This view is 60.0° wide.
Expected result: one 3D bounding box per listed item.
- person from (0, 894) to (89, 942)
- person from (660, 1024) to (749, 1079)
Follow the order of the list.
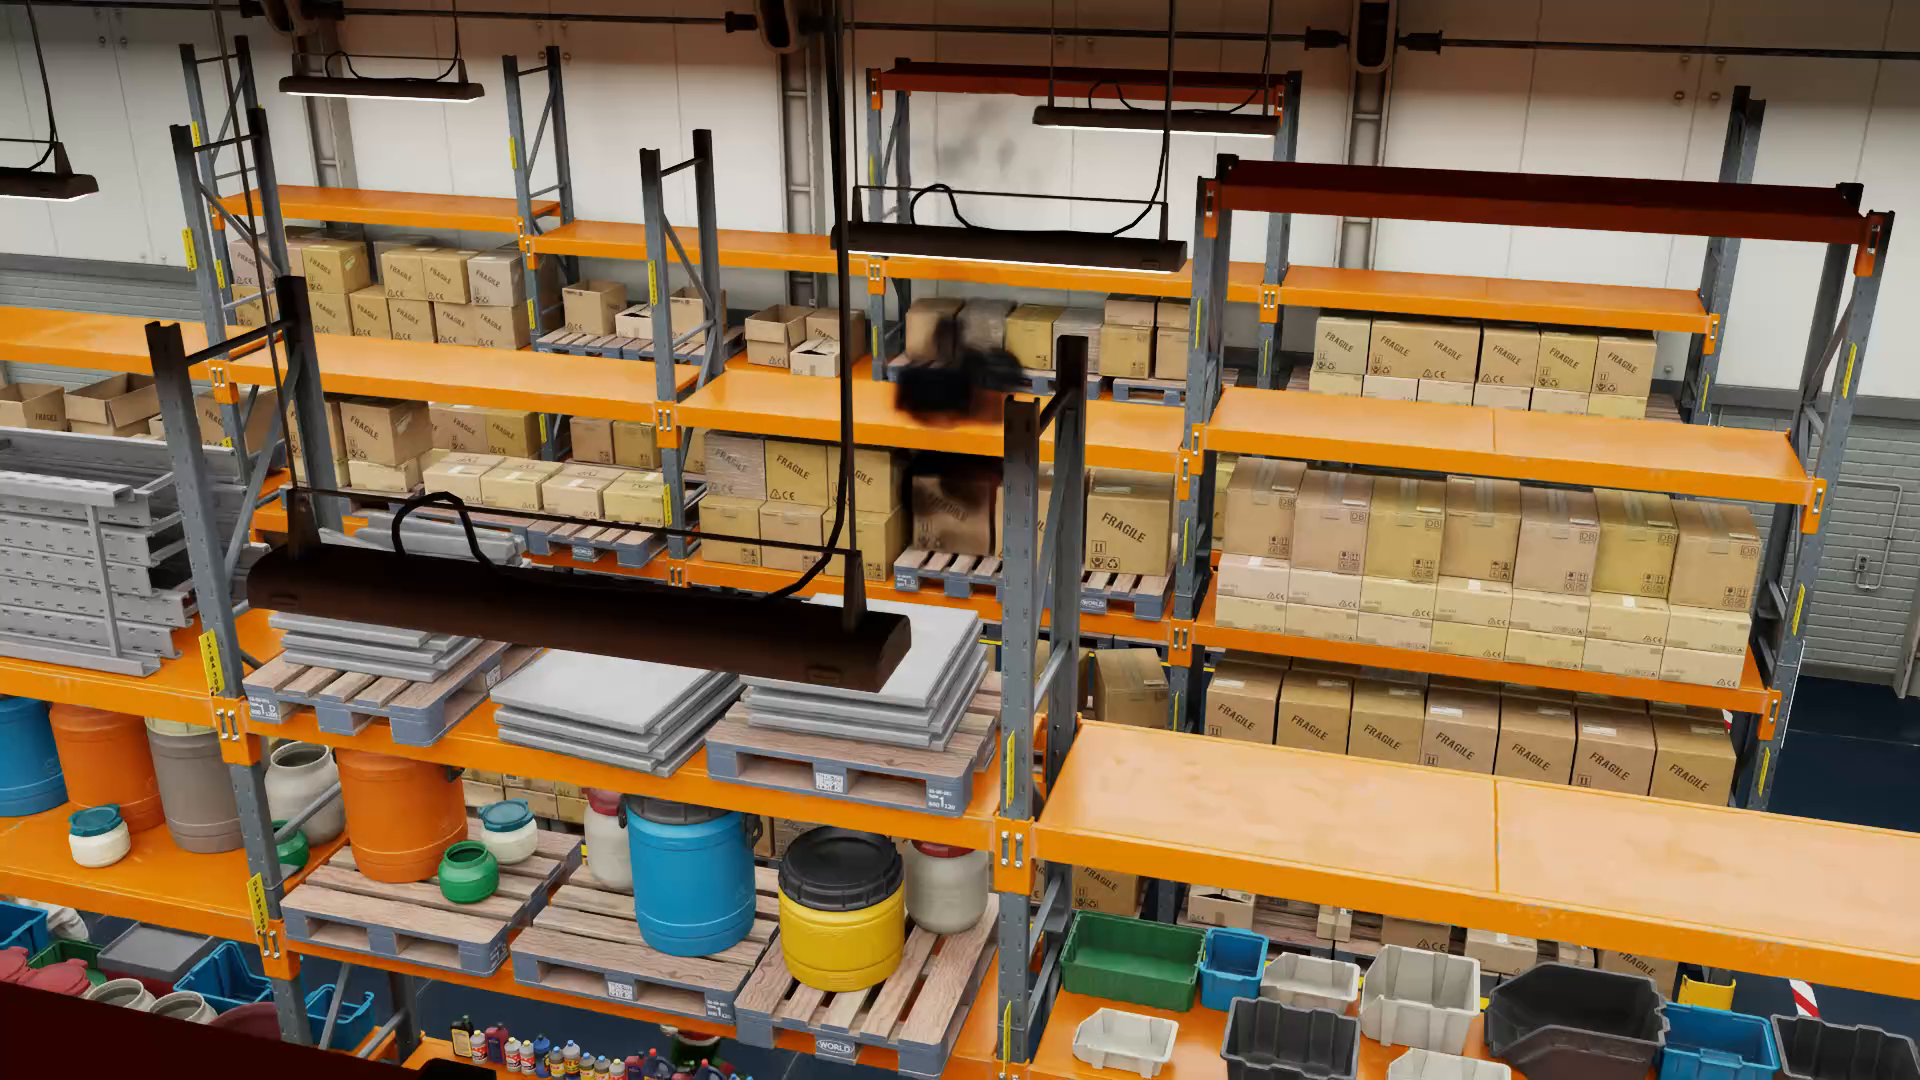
[{"bbox_3d":[-6.633,2.749,12.037,0.995,1.689,0.706,8,24,19],"label":"person"},{"bbox_3d":[-1.632,3.192,10.821,0.714,1.746,0.662,11,25,26],"label":"person"}]
